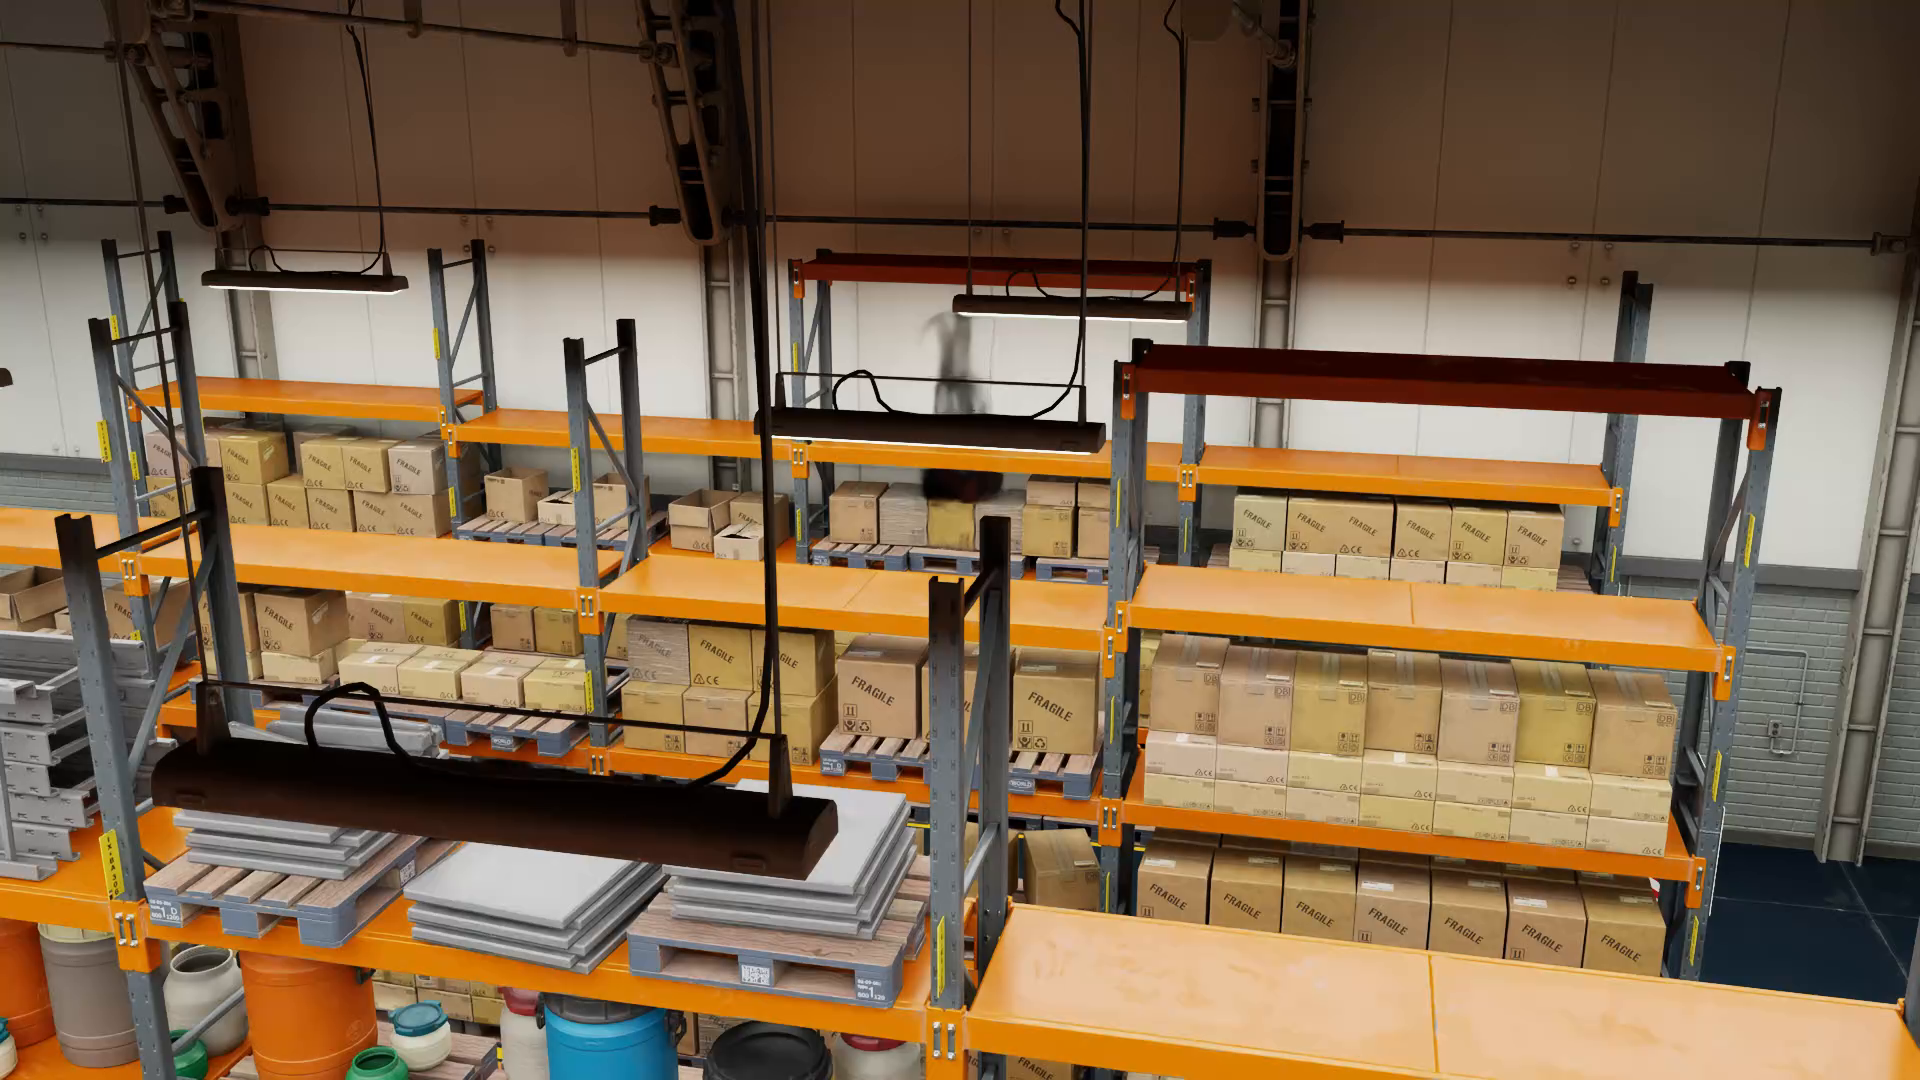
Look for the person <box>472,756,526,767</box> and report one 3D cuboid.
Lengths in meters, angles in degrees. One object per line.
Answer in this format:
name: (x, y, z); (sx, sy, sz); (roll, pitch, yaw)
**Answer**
person: (-4.611, 2.441, 17.039); (0.941, 1.718, 0.650); (0, 16, 0)
